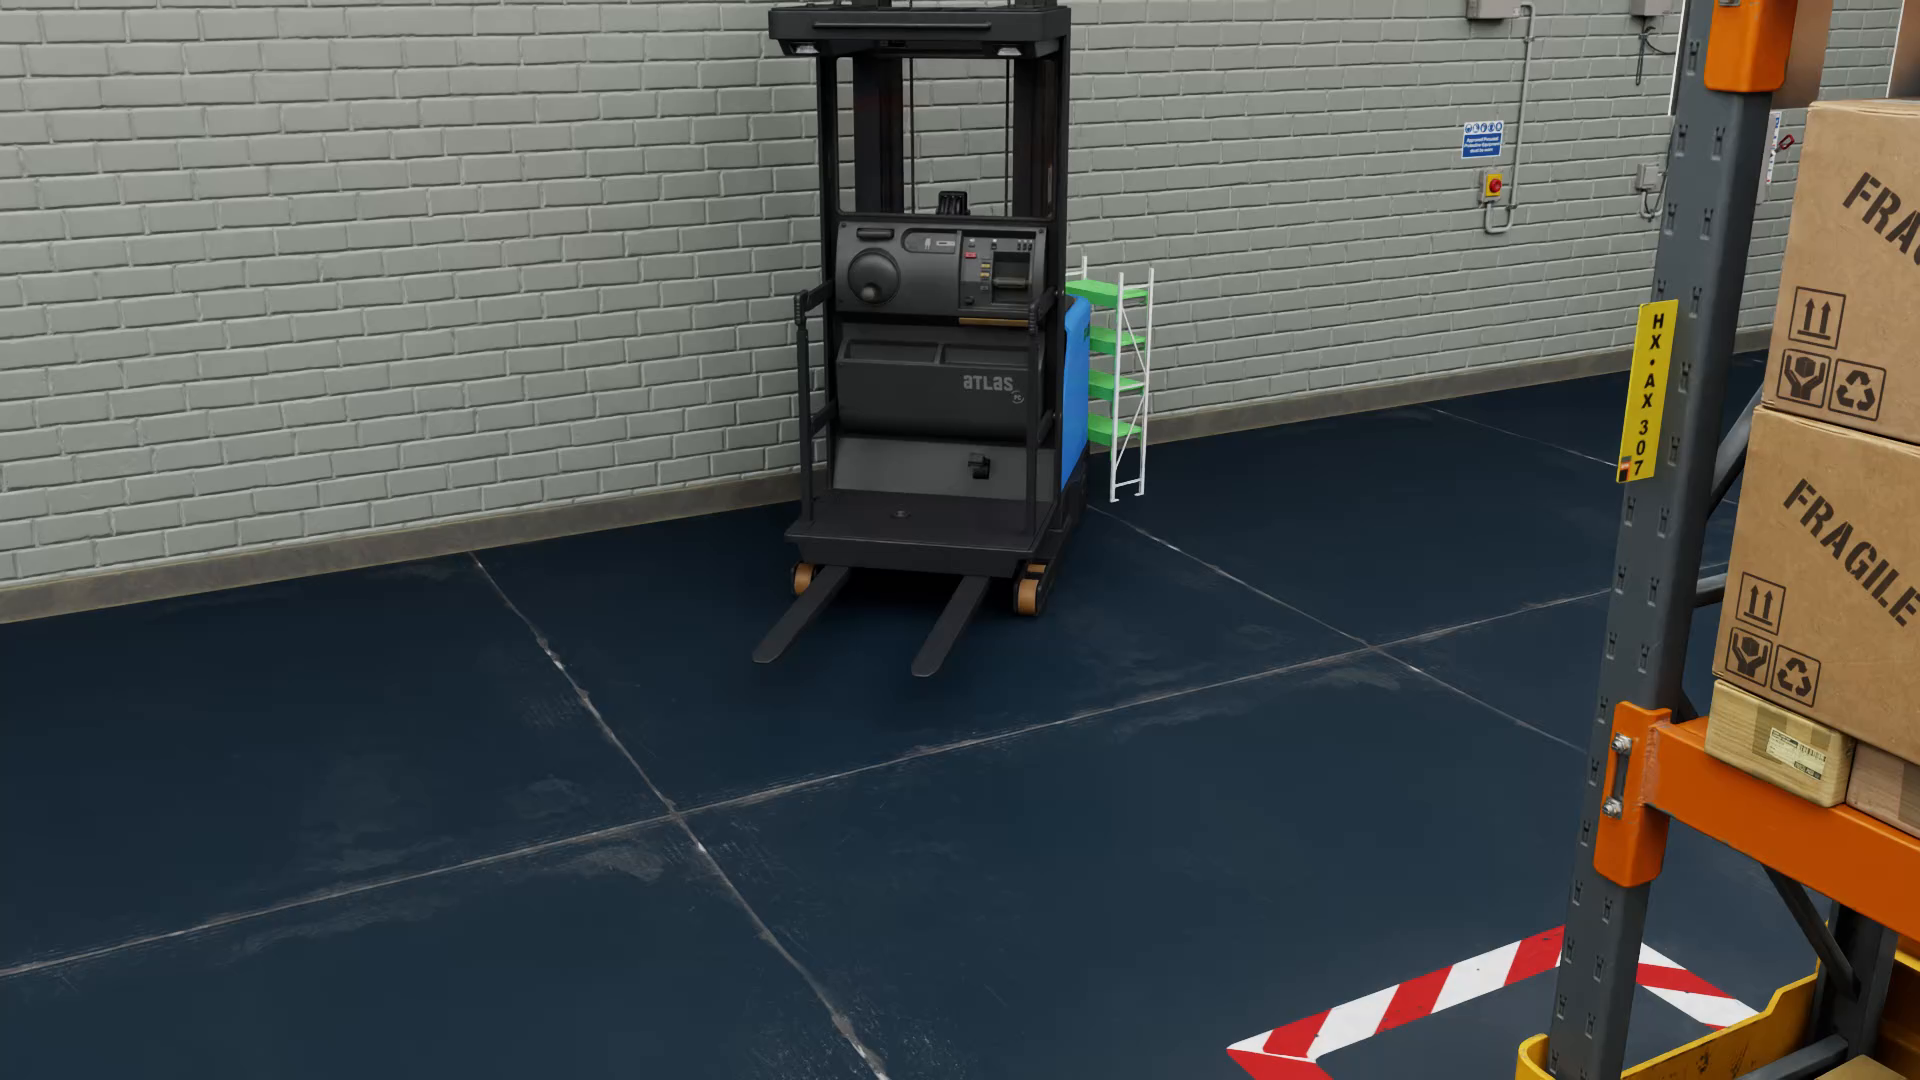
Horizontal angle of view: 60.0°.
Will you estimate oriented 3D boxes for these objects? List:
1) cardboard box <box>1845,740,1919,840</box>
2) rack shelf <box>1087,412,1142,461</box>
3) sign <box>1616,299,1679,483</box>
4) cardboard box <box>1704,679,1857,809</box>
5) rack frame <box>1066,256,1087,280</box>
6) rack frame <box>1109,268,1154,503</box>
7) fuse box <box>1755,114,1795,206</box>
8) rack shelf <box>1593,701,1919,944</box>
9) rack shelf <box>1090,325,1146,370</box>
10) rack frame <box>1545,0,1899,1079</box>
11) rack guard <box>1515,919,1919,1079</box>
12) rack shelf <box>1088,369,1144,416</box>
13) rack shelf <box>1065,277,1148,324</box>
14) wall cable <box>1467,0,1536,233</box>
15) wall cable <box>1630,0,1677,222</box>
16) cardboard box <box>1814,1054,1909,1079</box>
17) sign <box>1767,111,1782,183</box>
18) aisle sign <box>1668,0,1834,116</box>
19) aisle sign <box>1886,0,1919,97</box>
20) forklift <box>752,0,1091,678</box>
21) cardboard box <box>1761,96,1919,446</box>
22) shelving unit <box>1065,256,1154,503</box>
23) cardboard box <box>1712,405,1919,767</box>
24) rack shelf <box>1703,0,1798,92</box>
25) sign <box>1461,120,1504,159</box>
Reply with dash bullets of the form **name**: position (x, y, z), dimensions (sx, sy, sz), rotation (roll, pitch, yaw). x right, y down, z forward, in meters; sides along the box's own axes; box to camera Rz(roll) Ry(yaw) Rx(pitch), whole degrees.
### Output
- **cardboard box**: position (1.730, 0.390, 2.787), dimensions (0.380, 0.149, 0.250), rotation (-9, 21, -25)
- **rack shelf**: position (0.725, -0.563, 8.849), dimensions (0.258, 0.148, 0.480), rotation (-14, 24, -38)
- **sign**: position (1.230, -0.264, 2.971), dimensions (0.100, 0.325, 0.005), rotation (-10, 21, -27)
- **cardboard box**: position (1.573, 0.324, 2.980), dimensions (0.380, 0.149, 0.250), rotation (-10, 21, -27)
- **rack frame**: position (0.570, -0.912, 8.929), dimensions (0.240, 1.200, 0.015), rotation (-14, 24, -38)
- **rack frame**: position (0.884, -0.790, 8.576), dimensions (0.240, 1.200, 0.015), rotation (-14, 24, -38)
- **fuse box**: position (5.235, -2.024, 11.374), dimensions (0.539, 1.711, 0.414), rotation (-10, 21, -27)
- **rack shelf**: position (2.657, 0.975, 1.809), dimensions (1.077, 0.370, 4.000), rotation (-10, 21, -27)
- **rack shelf**: position (0.729, -1.018, 8.697), dimensions (0.258, 0.148, 0.480), rotation (-14, 24, -38)
- **rack frame**: position (1.704, 0.062, 3.354), dimensions (0.949, 2.616, 0.053), rotation (-10, 21, -27)
- **rack guard**: position (1.743, 1.264, 3.700), dimensions (1.175, 0.500, 0.348), rotation (-10, 21, -27)
- **rack shelf**: position (0.727, -0.790, 8.773), dimensions (0.258, 0.148, 0.480), rotation (-14, 24, -38)
- **rack shelf**: position (0.731, -1.245, 8.620), dimensions (0.258, 0.148, 0.480), rotation (-14, 24, -38)
- **wall cable**: position (3.318, -2.845, 10.172), dimensions (0.585, 1.953, 0.123), rotation (-10, 21, -27)
- **wall cable**: position (4.560, -3.053, 10.823), dimensions (0.588, 1.984, 0.122), rotation (-10, 21, -27)
- **cardboard box**: position (1.657, 1.132, 3.067), dimensions (0.380, 0.149, 0.250), rotation (-11, 22, -29)
- **sign**: position (5.572, -2.724, 11.574), dimensions (0.329, 0.494, 0.001), rotation (-10, 21, -27)
- **aisle sign**: position (1.409, -1.142, 2.858), dimensions (0.394, 0.787, 0.004), rotation (-10, 21, -27)
- **aisle sign**: position (1.937, -1.235, 3.127), dimensions (0.394, 0.787, 0.004), rotation (-10, 21, -27)
- **forklift**: position (-0.129, -1.186, 7.076), dimensions (1.130, 2.935, 3.031), rotation (4, 19, 11)
- **cardboard box**: position (1.687, -0.430, 2.635), dimensions (0.500, 0.500, 0.500), rotation (-10, 21, -27)
- **shelving unit**: position (0.727, -0.851, 8.753), dimensions (0.258, 1.200, 0.503), rotation (-14, 24, -38)
- **cardboard box**: position (1.677, 0.045, 2.794), dimensions (0.500, 0.500, 0.500), rotation (-9, 21, -24)
- **rack shelf**: position (2.657, -0.443, 1.320), dimensions (1.077, 0.370, 4.000), rotation (-10, 21, -27)
- **sign**: position (3.246, -2.488, 10.328), dimensions (0.327, 0.218, 0.001), rotation (-10, 21, -27)
